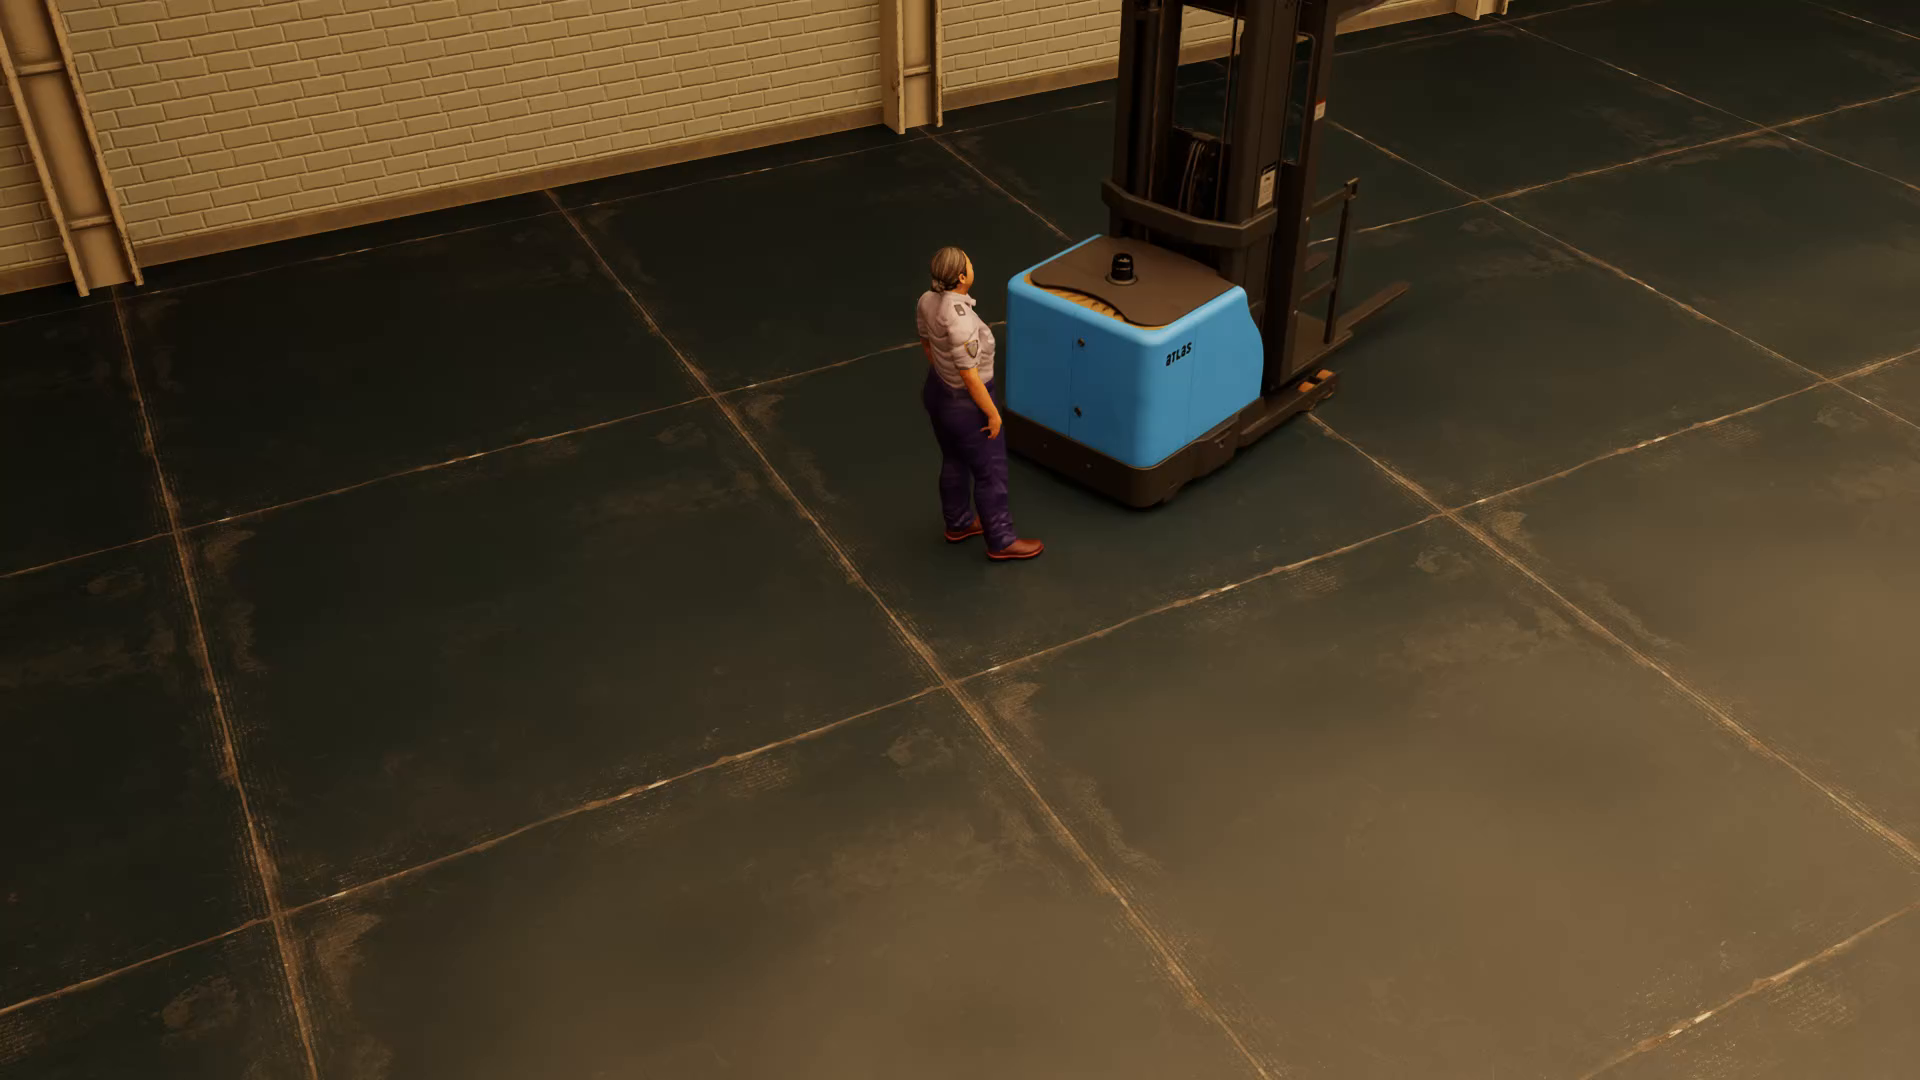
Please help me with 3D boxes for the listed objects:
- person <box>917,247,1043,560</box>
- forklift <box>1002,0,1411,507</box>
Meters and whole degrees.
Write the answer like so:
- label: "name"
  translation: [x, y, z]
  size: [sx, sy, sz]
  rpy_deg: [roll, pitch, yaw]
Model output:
- label: "person"
  translation: [0.093, -0.690, 8.205]
  size: [0.499, 1.653, 0.598]
  rpy_deg: [-17, 39, -22]
- label: "forklift"
  translation: [1.600, -2.133, 9.140]
  size: [1.130, 2.935, 3.031]
  rpy_deg: [28, 44, 34]
